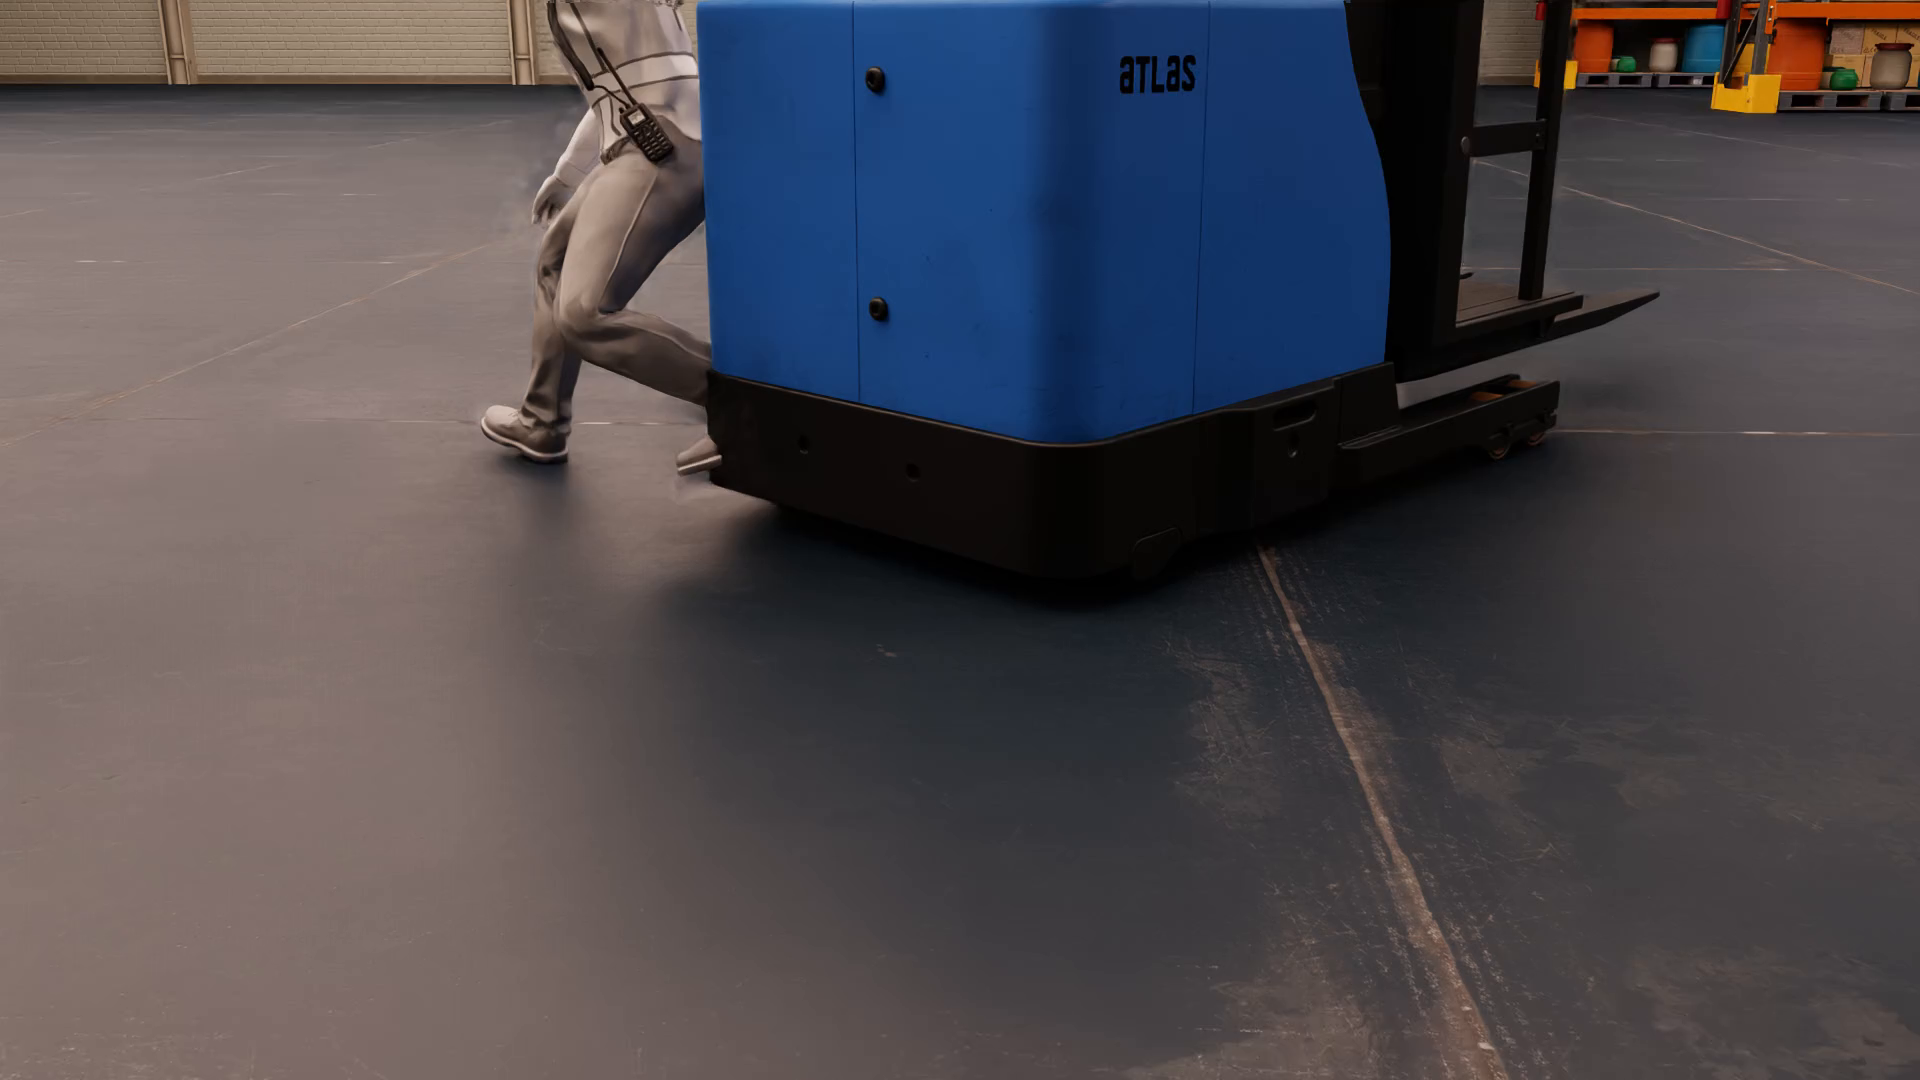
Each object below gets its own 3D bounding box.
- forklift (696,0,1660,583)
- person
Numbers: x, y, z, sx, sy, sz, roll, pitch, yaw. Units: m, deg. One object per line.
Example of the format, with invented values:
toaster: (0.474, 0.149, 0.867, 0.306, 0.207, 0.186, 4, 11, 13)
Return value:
forklift: (0.843, -1.683, 3.848, 1.130, 2.935, 3.031, 16, 23, 41)
person: (-0.747, -0.797, 3.524, 0.744, 1.431, 1.090, -2, 17, -7)
